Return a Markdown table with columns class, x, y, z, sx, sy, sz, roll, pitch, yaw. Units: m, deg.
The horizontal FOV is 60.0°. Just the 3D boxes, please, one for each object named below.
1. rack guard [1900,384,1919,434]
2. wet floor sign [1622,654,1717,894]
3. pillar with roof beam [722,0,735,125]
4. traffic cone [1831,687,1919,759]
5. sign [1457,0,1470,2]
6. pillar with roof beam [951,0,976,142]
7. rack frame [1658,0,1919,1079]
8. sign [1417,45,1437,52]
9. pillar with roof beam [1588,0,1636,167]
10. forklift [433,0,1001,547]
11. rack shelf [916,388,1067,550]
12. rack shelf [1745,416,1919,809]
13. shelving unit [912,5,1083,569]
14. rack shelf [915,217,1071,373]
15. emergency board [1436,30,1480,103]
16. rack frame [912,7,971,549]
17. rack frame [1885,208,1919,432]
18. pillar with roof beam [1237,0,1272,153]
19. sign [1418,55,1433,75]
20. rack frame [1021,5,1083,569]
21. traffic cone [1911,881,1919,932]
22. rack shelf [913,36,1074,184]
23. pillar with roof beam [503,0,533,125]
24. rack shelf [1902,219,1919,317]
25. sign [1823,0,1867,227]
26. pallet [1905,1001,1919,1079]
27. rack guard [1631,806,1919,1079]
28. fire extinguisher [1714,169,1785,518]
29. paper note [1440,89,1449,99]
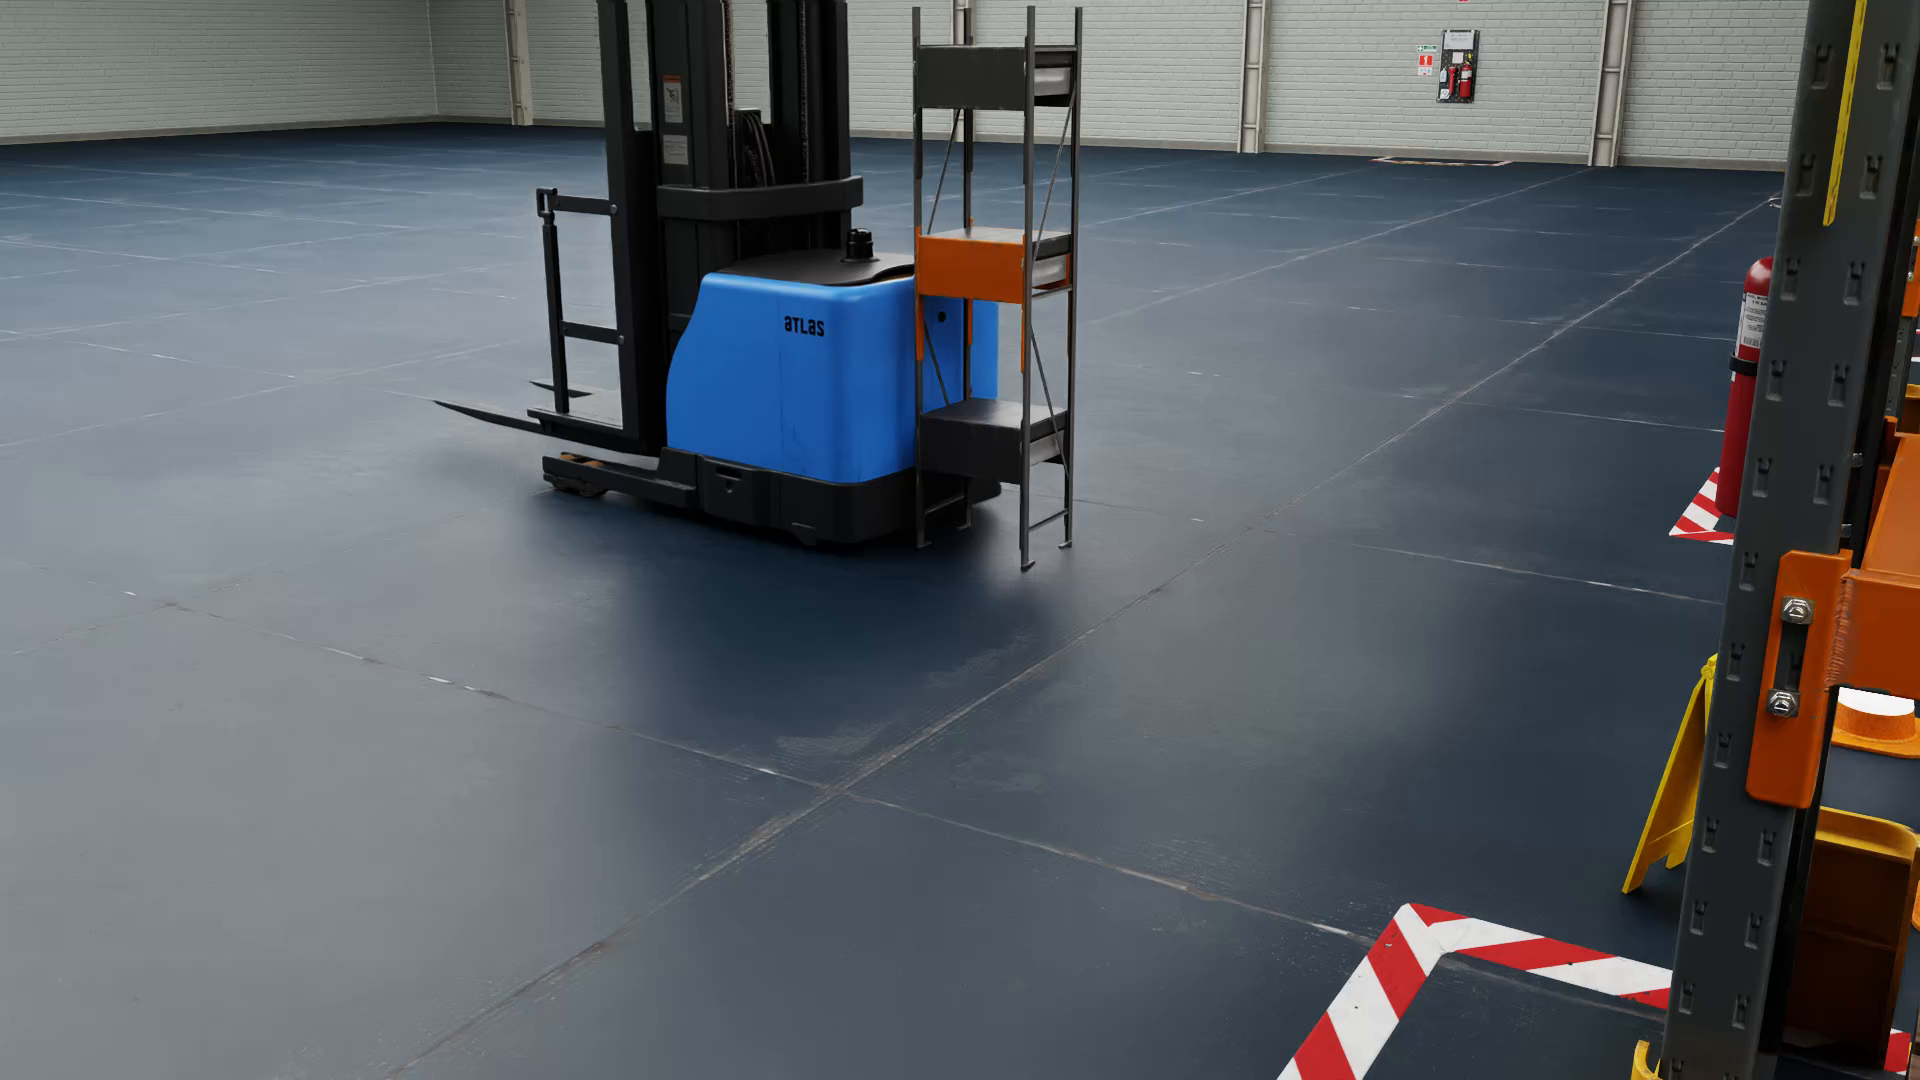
| class | x | y | z | sx | sy | sz | roll | pitch | yaw |
| --- | --- | --- | --- | --- | --- | --- | --- | --- | --- |
| rack guard | 3.875 | -0.329 | 7.103 | 0.348 | 0.500 | 1.175 | 10 | 20 | 30 |
| wet floor sign | 1.789 | 0.553 | 3.951 | 0.267 | 0.644 | 0.232 | -13 | 21 | -37 |
| pillar with roof beam | -7.300 | -11.977 | 30.828 | 0.400 | 9.000 | 9.100 | 10 | 20 | 30 |
| traffic cone | 2.724 | 0.353 | 4.921 | 0.334 | 0.463 | 0.336 | 10 | 20 | 30 |
| sign | 8.250 | -8.955 | 27.213 | 0.199 | 0.298 | 0.001 | 10 | 20 | 30 |
| pillar with roof beam | -2.188 | -11.064 | 27.823 | 0.400 | 9.000 | 9.100 | 10 | 20 | 30 |
| rack frame | 1.391 | -0.280 | 2.641 | 0.127 | 3.000 | 1.000 | 10 | 20 | 30 |
| sign | 7.787 | -8.197 | 27.734 | 0.331 | 0.109 | 0.001 | 10 | 20 | 30 |
| pillar with roof beam | 8.038 | -9.239 | 21.814 | 0.400 | 9.000 | 9.100 | 10 | 20 | 30 |
| forklift | -1.288 | -1.701 | 7.438 | 3.031 | 2.935 | 1.130 | 13 | 21 | 37 |
| rack shelf | 0.141 | -0.297 | 6.701 | 0.480 | 0.518 | 0.431 | 10 | 20 | 30 |
| rack shelf | 3.095 | 0.369 | 1.744 | 4.000 | 0.370 | 1.077 | 10 | 20 | 30 |
| shelving unit | 0.141 | -0.980 | 6.493 | 0.503 | 2.100 | 0.431 | 10 | 20 | 30 |
| rack shelf | 0.141 | -0.966 | 6.497 | 0.480 | 0.518 | 0.431 | 10 | 20 | 30 |
| emergency board | 8.205 | -7.820 | 27.465 | 0.643 | 1.169 | 0.194 | 10 | 20 | 30 |
| rack frame | -0.067 | -1.017 | 6.615 | 0.015 | 2.100 | 0.400 | 10 | 20 | 30 |
| rack frame | 3.896 | -1.521 | 6.728 | 0.127 | 3.000 | 1.000 | 10 | 20 | 30 |
| pillar with roof beam | 2.925 | -10.152 | 24.819 | 0.400 | 9.000 | 9.100 | 10 | 20 | 30 |
| sign | 7.788 | -7.947 | 27.820 | 0.234 | 0.329 | 0.001 | 10 | 20 | 30 |
| rack frame | 0.349 | -0.942 | 6.371 | 0.015 | 2.100 | 0.400 | 10 | 20 | 30 |
| traffic cone | 2.433 | 0.680 | 3.846 | 0.334 | 0.463 | 0.336 | 10 | 20 | 30 |
| rack shelf | 0.141 | -1.636 | 6.294 | 0.480 | 0.518 | 0.431 | 10 | 20 | 30 |
| pillar with roof beam | -12.413 | -12.890 | 33.832 | 0.400 | 9.000 | 9.100 | 10 | 20 | 30 |
| rack shelf | 5.600 | -0.873 | 5.831 | 4.000 | 0.370 | 1.077 | 10 | 20 | 30 |
| sign | 1.107 | -0.559 | 2.073 | 0.005 | 0.325 | 0.100 | 10 | 20 | 30 |
| pallet | 2.130 | 1.198 | 2.573 | 1.213 | 0.211 | 1.003 | 10 | 20 | 30 |
| rack guard | 1.456 | 0.928 | 2.966 | 0.348 | 0.500 | 1.175 | 10 | 20 | 30 |
| fire extinguisher | 1.535 | -0.374 | 3.085 | 0.183 | 0.674 | 0.296 | 10 | 20 | 30 |
| paper note | 8.090 | -7.443 | 27.738 | 0.142 | 0.148 | 0.016 | 10 | 20 | 30 |
